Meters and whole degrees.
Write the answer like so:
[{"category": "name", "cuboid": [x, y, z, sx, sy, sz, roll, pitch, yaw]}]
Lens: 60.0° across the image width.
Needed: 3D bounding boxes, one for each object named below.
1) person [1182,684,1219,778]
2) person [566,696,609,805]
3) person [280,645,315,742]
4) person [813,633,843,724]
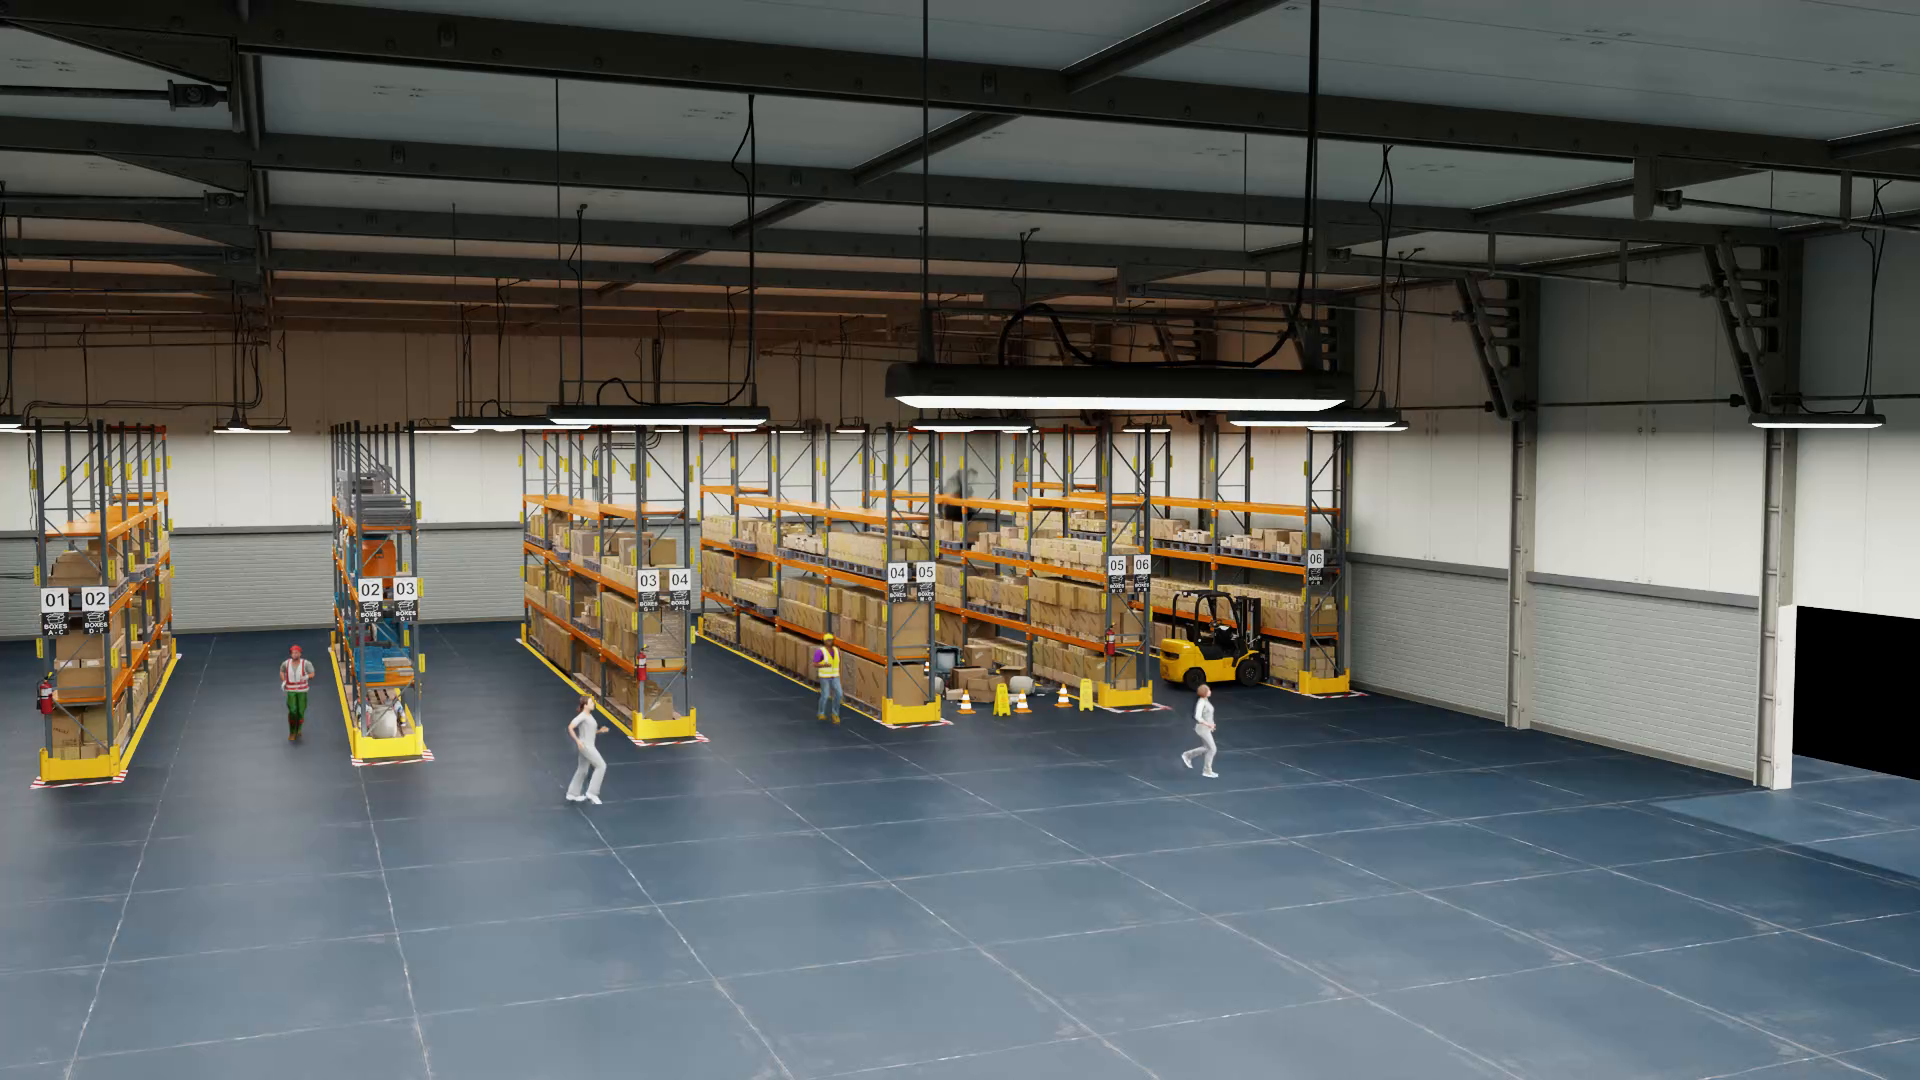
[{"category": "person", "cuboid": [4.045, 3.198, 27.877, 0.604, 1.567, 0.552, 1, 4, 14]}, {"category": "person", "cuboid": [-5.795, 3.268, 25.857, 0.677, 1.704, 0.546, 0, 4, -7]}, {"category": "person", "cuboid": [-12.461, 2.890, 31.300, 0.616, 1.833, 0.746, -1, 4, -21]}, {"category": "person", "cuboid": [-2.605, 2.781, 33.182, 0.695, 1.839, 0.660, -2, 4, -32]}]
